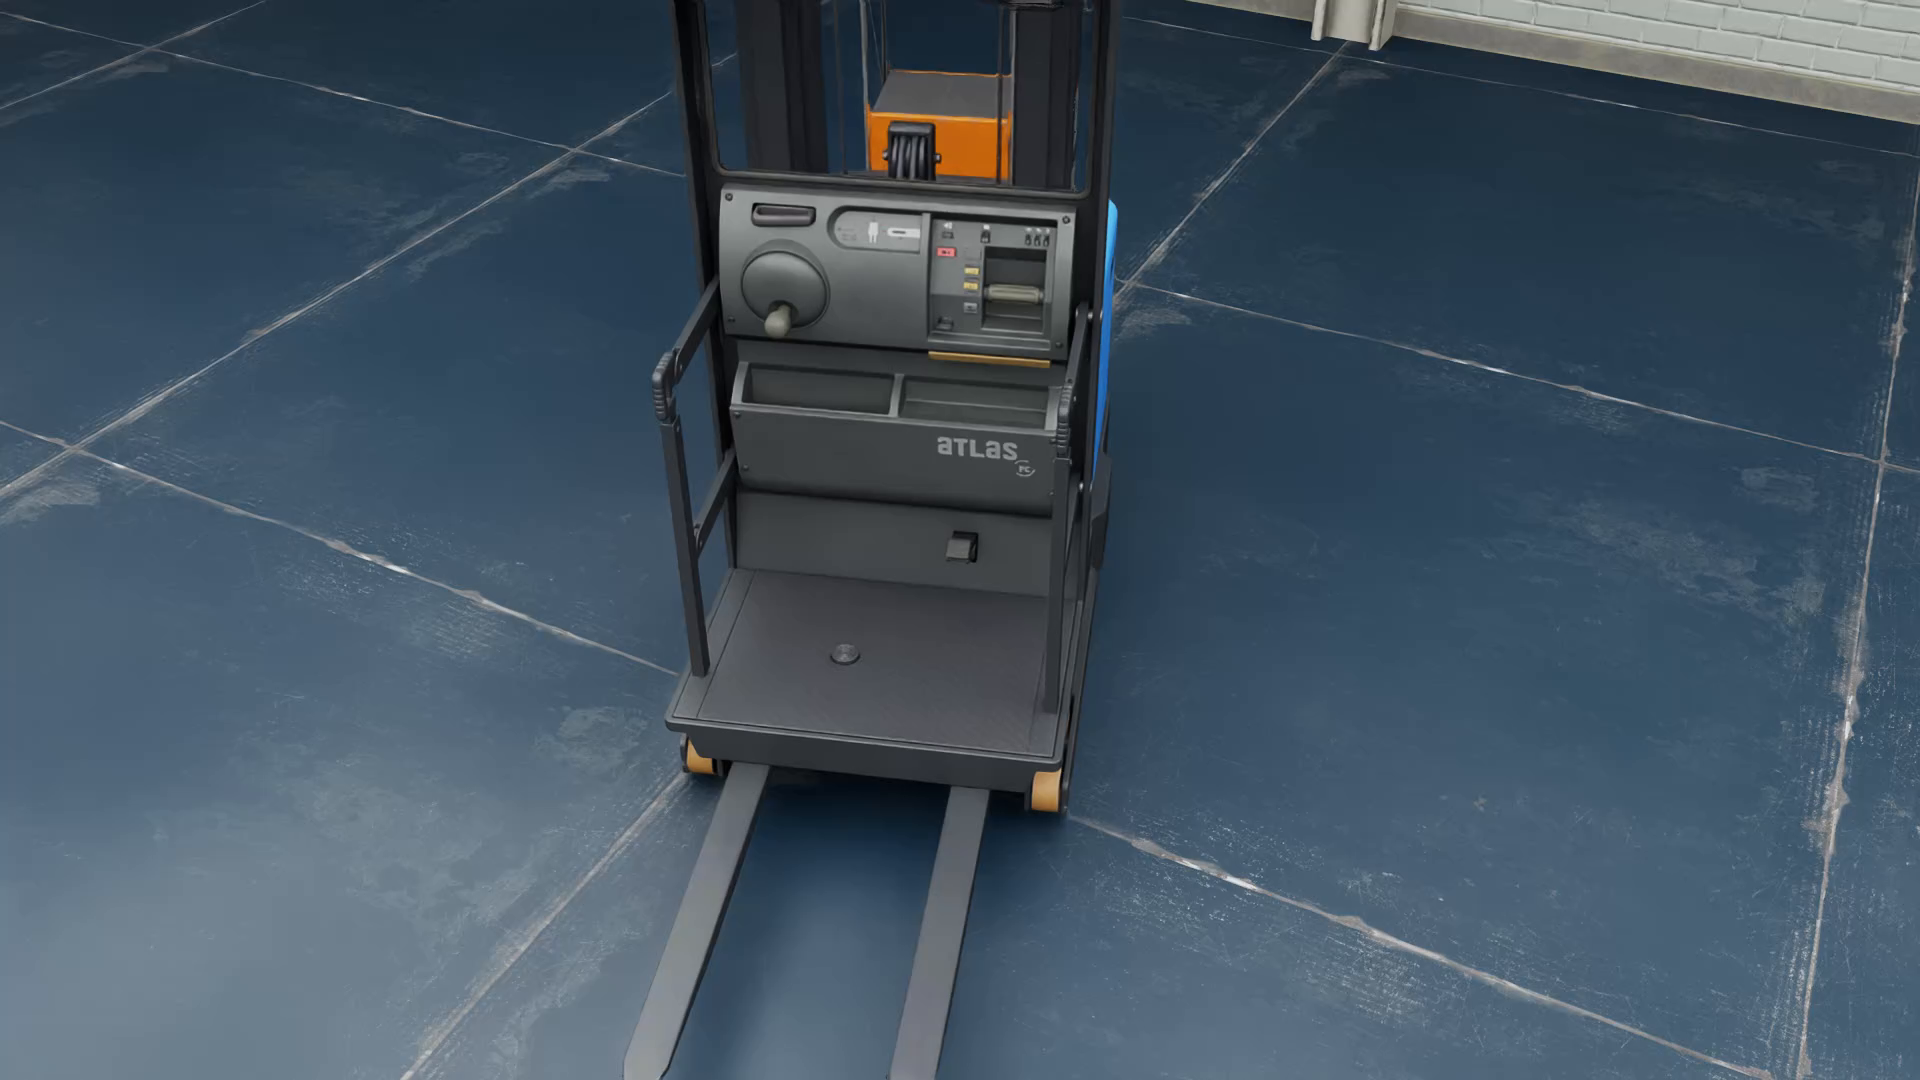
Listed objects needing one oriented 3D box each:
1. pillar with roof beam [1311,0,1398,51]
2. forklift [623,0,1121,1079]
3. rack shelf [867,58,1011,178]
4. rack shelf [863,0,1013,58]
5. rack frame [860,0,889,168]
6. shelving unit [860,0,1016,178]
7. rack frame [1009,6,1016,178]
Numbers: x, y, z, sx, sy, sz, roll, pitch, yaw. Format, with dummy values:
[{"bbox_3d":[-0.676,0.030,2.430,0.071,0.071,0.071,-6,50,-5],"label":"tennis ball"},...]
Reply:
[{"bbox_3d":[0.275,-4.172,3.803,0.400,9.000,9.100,17,41,21],"label":"pillar with roof beam"},{"bbox_3d":[-0.199,-0.627,4.152,1.130,2.935,3.031,5,38,7],"label":"forklift"},{"bbox_3d":[-0.042,-1.344,5.806,0.480,0.518,0.431,5,37,6],"label":"rack shelf"},{"bbox_3d":[-0.042,-1.901,5.383,0.480,0.518,0.431,5,37,6],"label":"rack shelf"},{"bbox_3d":[-0.284,-1.375,5.824,0.015,2.100,0.400,5,37,6],"label":"rack frame"},{"bbox_3d":[-0.042,-1.355,5.798,0.503,2.100,0.431,5,37,6],"label":"shelving unit"},{"bbox_3d":[0.199,-1.335,5.772,0.015,2.100,0.400,5,37,6],"label":"rack frame"}]
